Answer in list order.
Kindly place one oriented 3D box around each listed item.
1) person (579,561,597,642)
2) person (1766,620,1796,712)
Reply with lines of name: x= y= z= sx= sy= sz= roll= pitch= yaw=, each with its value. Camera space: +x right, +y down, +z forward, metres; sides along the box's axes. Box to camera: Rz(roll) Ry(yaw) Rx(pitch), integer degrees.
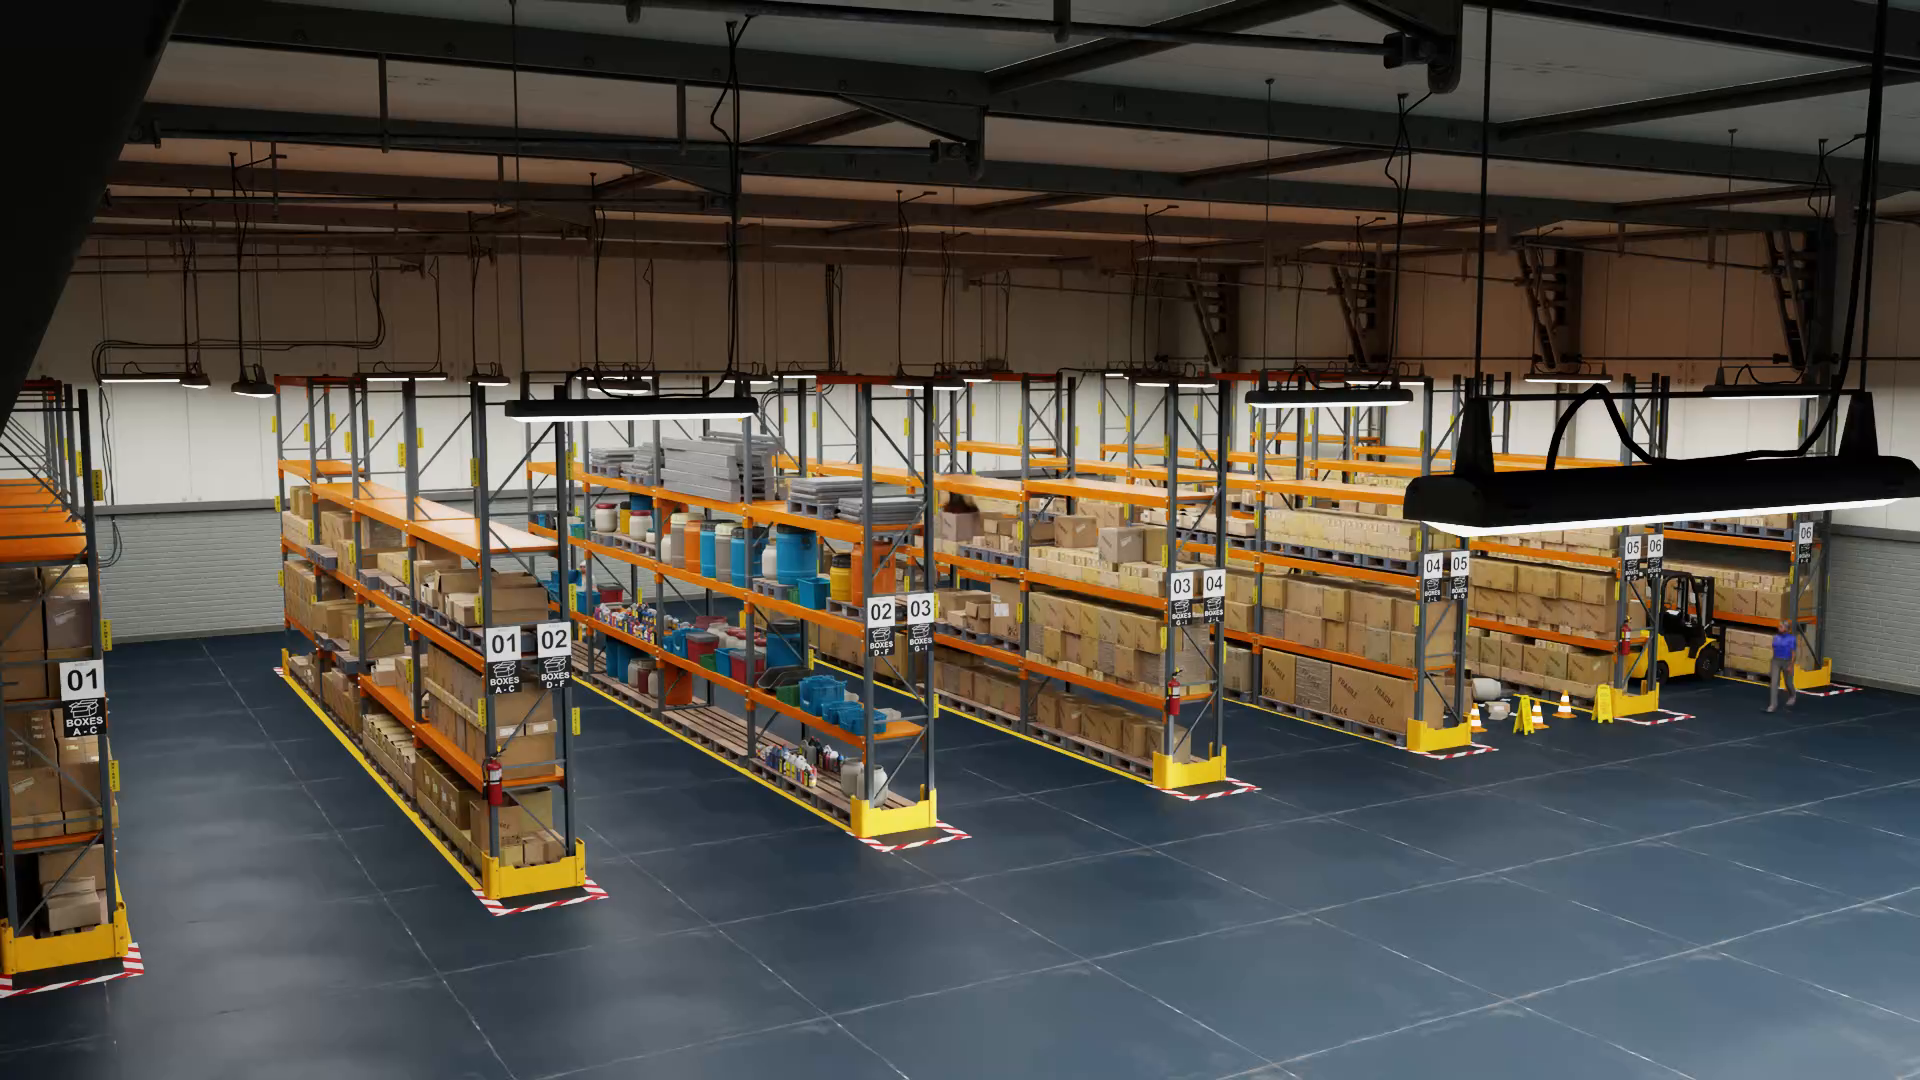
person: x=-8.448 y=1.369 z=37.306 sx=0.603 sy=1.810 sz=0.475 roll=-1 pitch=6 yaw=-12
person: x=14.809 y=2.244 z=29.906 sx=0.416 sy=1.628 sz=0.874 roll=5 pitch=8 yaw=39
